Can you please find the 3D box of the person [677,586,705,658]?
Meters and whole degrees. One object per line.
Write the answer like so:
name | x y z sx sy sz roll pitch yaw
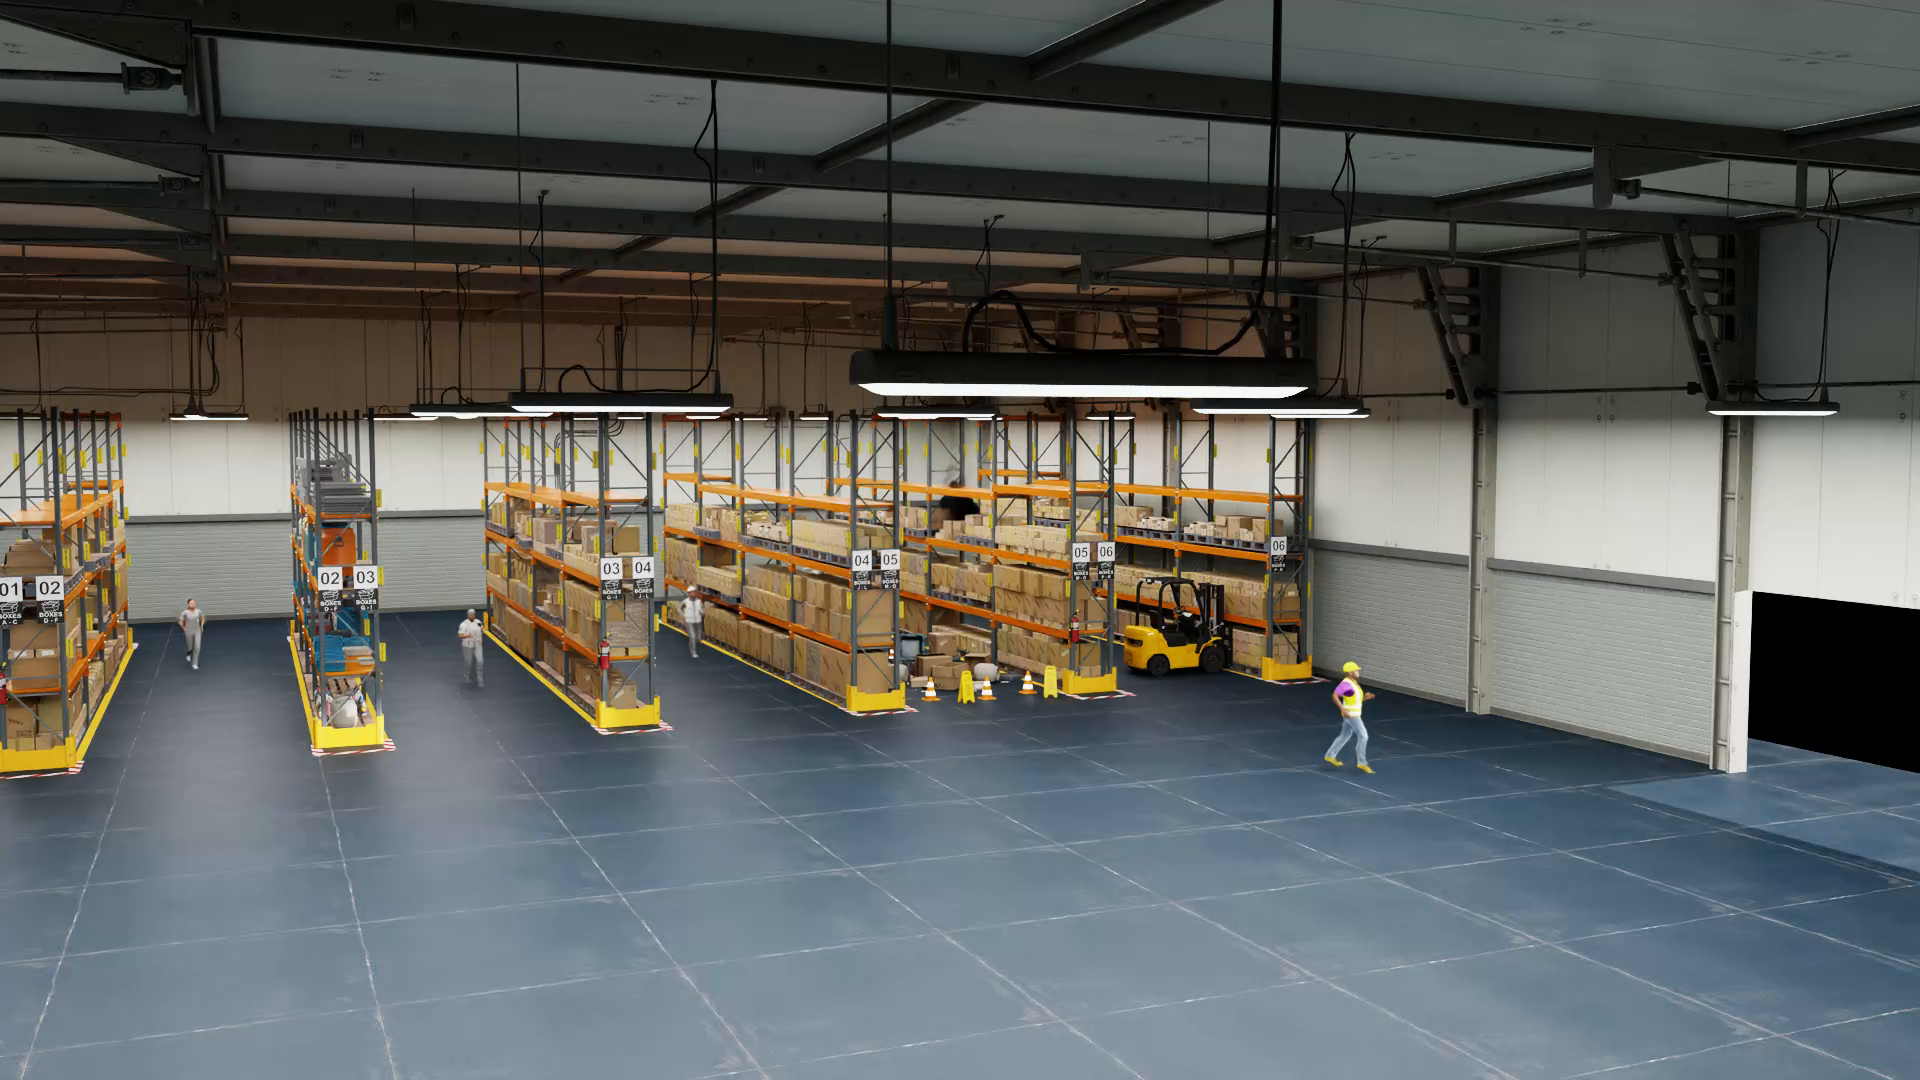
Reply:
person | -6.563 2.003 40.734 0.668 1.739 0.803 -2 5 -28

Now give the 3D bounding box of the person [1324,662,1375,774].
person | 6.420 2.915 27.345 0.817 1.821 0.677 1 4 14

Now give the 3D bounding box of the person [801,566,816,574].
person | -4.666 1.328 50.947 0.872 1.684 0.621 -2 4 -25

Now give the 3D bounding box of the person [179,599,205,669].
person | -17.982 2.186 38.974 0.567 1.642 0.767 -3 5 -35

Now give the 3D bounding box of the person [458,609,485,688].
person | -10.647 2.356 36.264 0.593 1.722 0.816 -2 5 -31
